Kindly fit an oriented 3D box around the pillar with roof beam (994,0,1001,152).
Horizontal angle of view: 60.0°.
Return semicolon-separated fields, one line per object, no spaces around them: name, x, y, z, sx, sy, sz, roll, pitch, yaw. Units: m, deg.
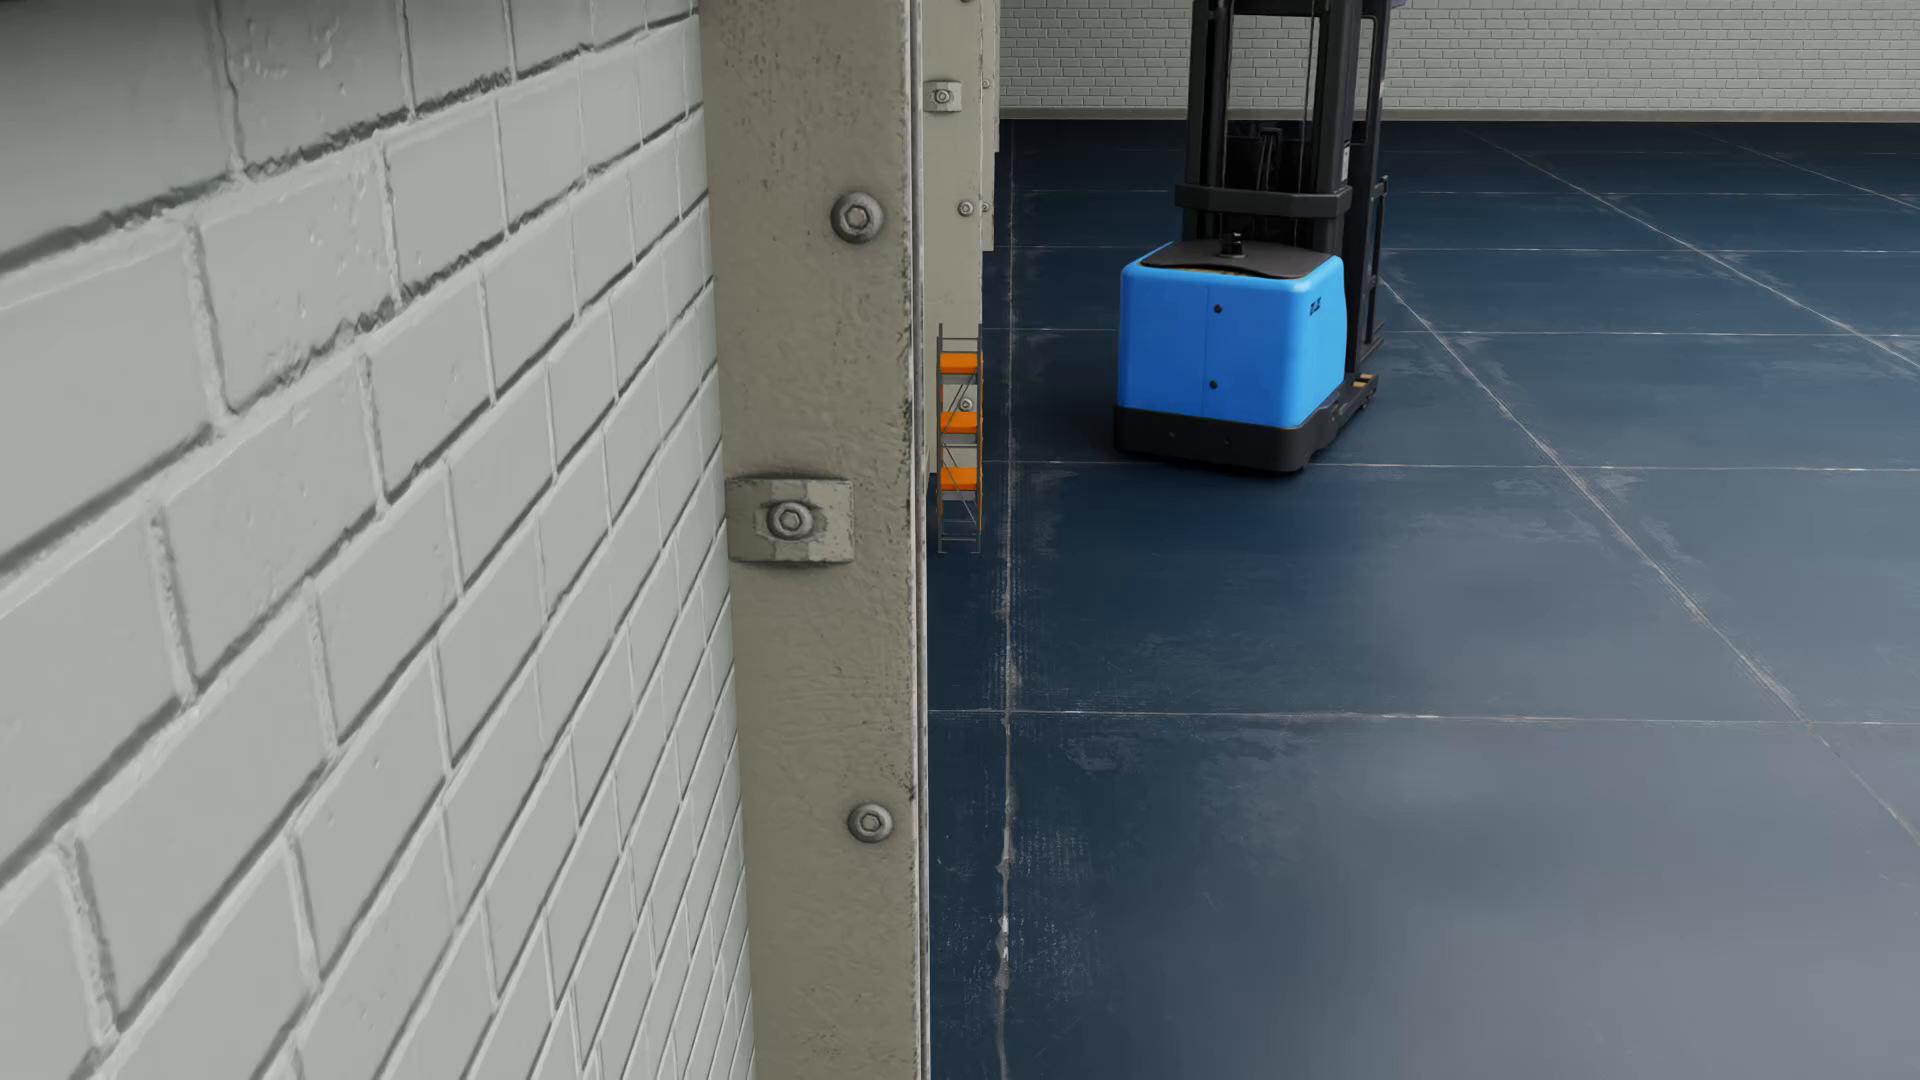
pillar with roof beam;4.627;-8.921;18.582;9.100;9.000;0.400;1;21;2

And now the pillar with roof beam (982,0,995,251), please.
pillar with roof beam;4.444;-6.752;12.991;9.100;9.000;0.400;1;21;2

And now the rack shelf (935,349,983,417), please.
rack shelf;-0.002;-0.725;7.690;0.215;0.259;0.240;1;21;2

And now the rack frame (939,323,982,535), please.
rack frame;0.002;-0.514;7.903;0.200;1.050;0.008;1;21;2

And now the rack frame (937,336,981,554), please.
rack frame;-0.005;-0.426;7.675;0.200;1.050;0.008;1;21;2

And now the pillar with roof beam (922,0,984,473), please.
pillar with roof beam;4.262;-4.583;7.399;9.100;9.000;0.400;1;21;2

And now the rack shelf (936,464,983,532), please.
rack shelf;-0.002;-0.201;7.894;0.215;0.259;0.240;1;21;2

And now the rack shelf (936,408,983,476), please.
rack shelf;-0.002;-0.460;7.793;0.215;0.259;0.240;1;21;2

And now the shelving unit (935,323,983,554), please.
shelving unit;-0.002;-0.470;7.789;0.215;1.050;0.252;1;21;2

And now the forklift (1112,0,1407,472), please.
forklift;1.930;-2.220;9.698;1.130;2.935;3.031;10;23;24
